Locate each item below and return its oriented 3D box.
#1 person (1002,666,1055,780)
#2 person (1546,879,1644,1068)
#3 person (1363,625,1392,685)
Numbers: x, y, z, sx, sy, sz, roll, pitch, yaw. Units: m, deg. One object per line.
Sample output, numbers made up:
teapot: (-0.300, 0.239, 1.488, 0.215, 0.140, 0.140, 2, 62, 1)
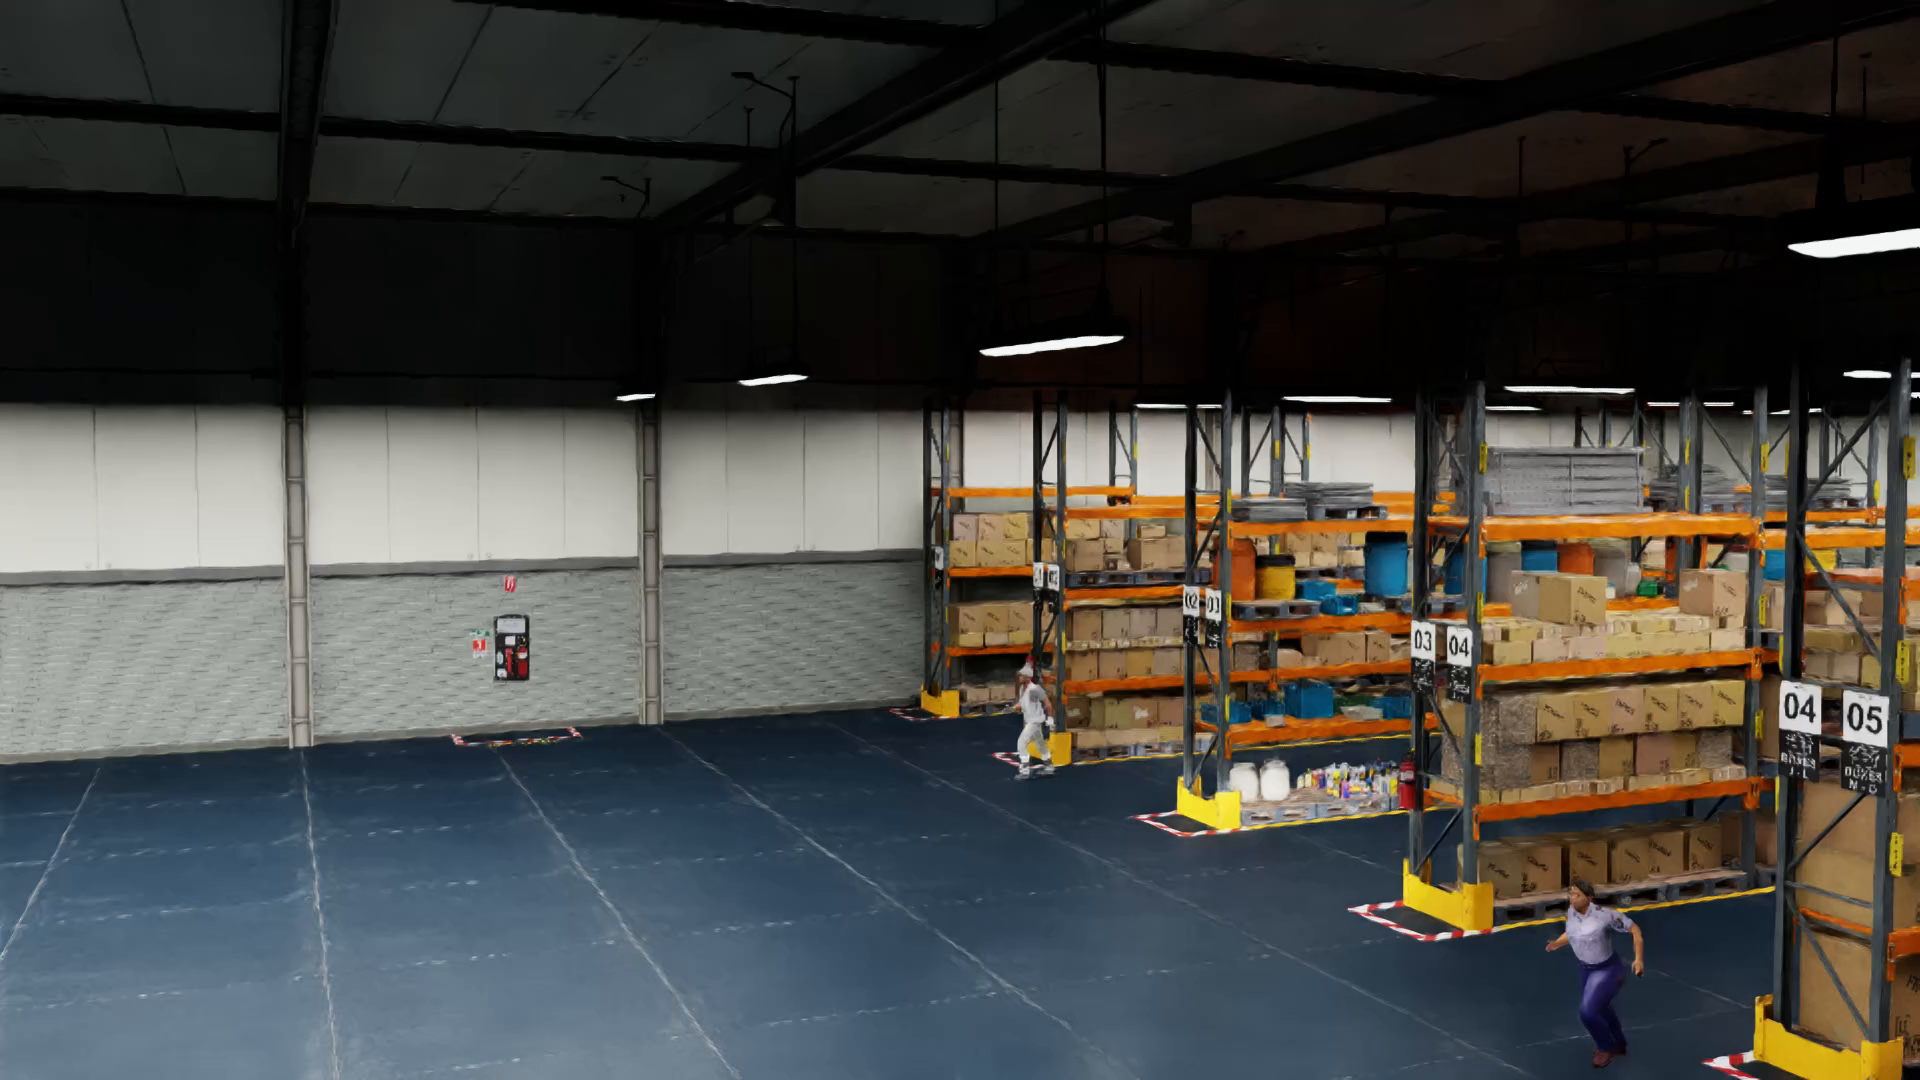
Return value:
person: (1.099, 2.794, 25.578, 0.833, 1.722, 0.703, -1, 4, -18)
person: (5.266, 3.576, 13.760, 0.845, 1.570, 0.606, -1, 3, -16)
person: (8.380, 2.373, 33.621, 0.878, 1.639, 0.654, -1, 4, -18)
